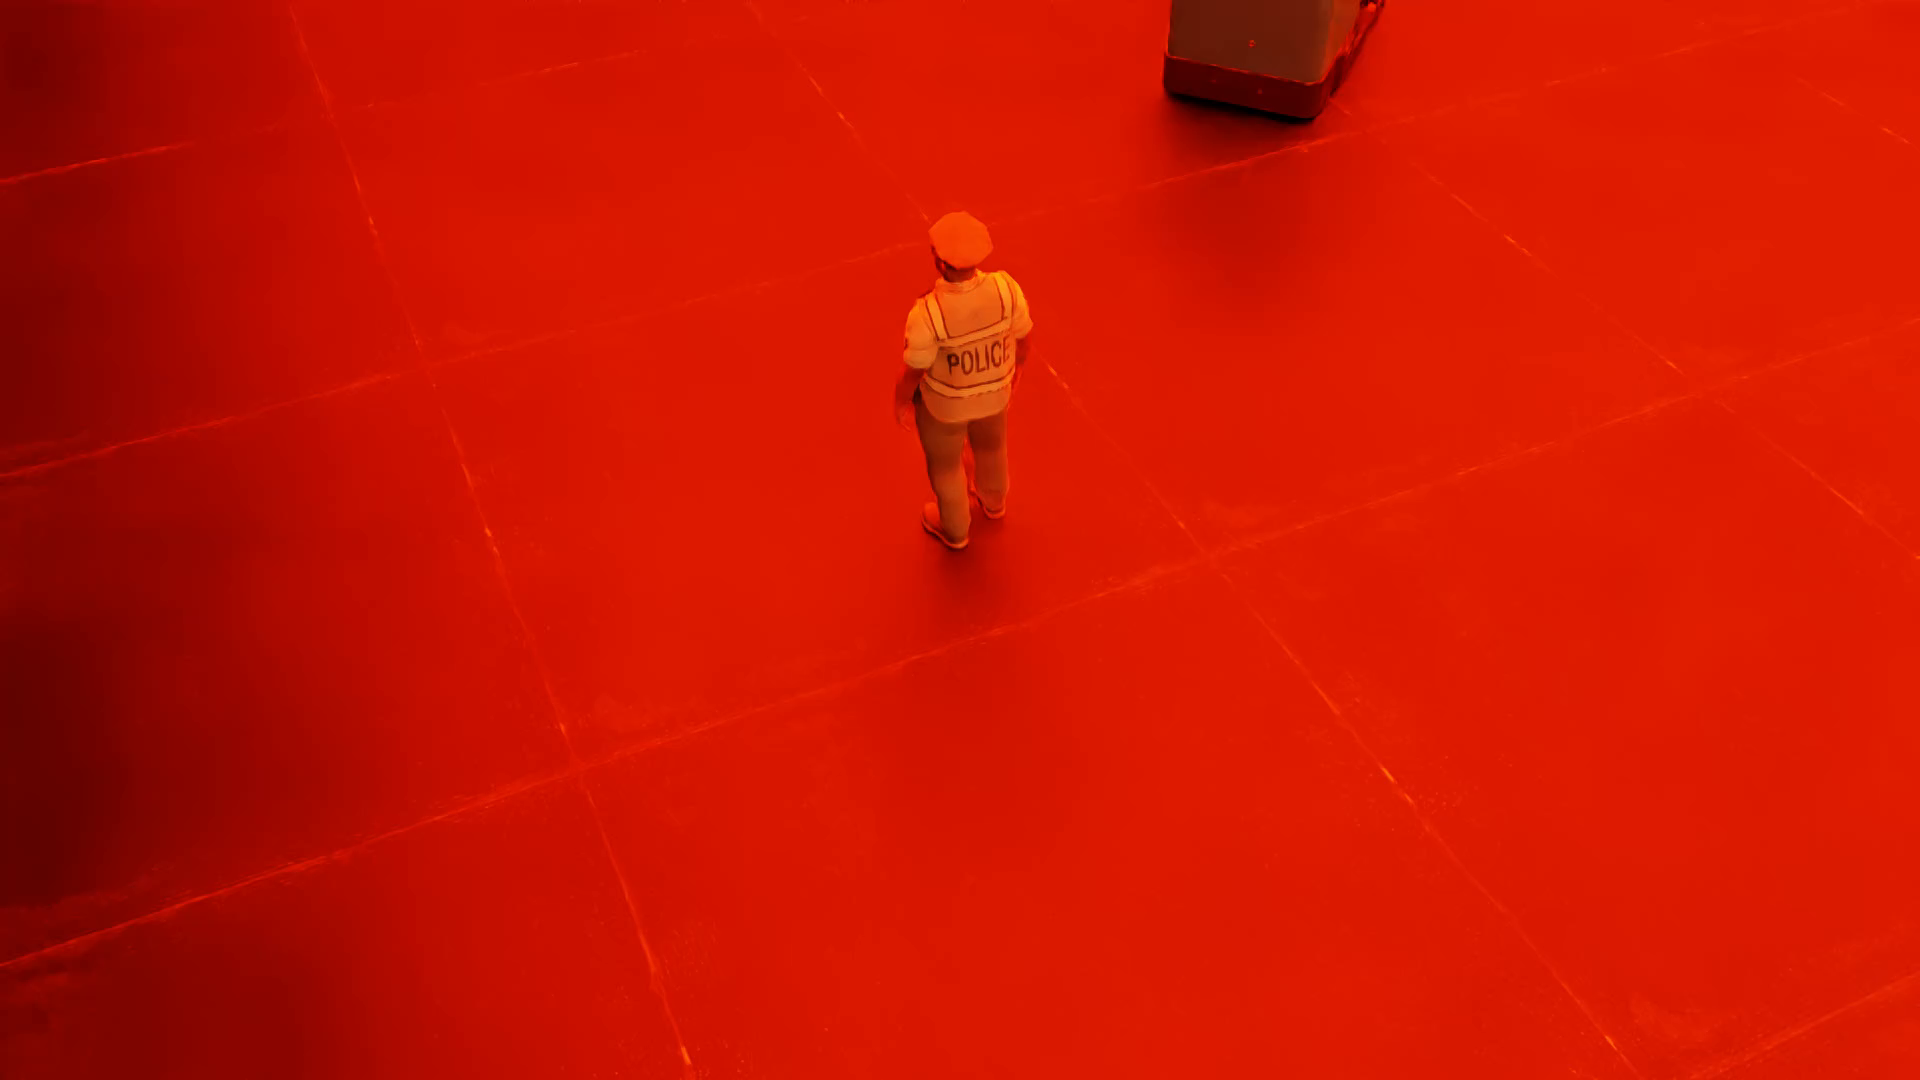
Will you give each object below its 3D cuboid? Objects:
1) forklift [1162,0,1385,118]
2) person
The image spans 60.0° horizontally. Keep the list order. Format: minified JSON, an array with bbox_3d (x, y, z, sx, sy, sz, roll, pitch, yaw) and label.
[{"bbox_3d":[2.377,-4.779,10.800,1.130,2.935,3.031,16,45,17],"label":"forklift"},{"bbox_3d":[-0.022,-0.709,7.270,0.640,1.781,0.574,-18,46,-18],"label":"person"}]
